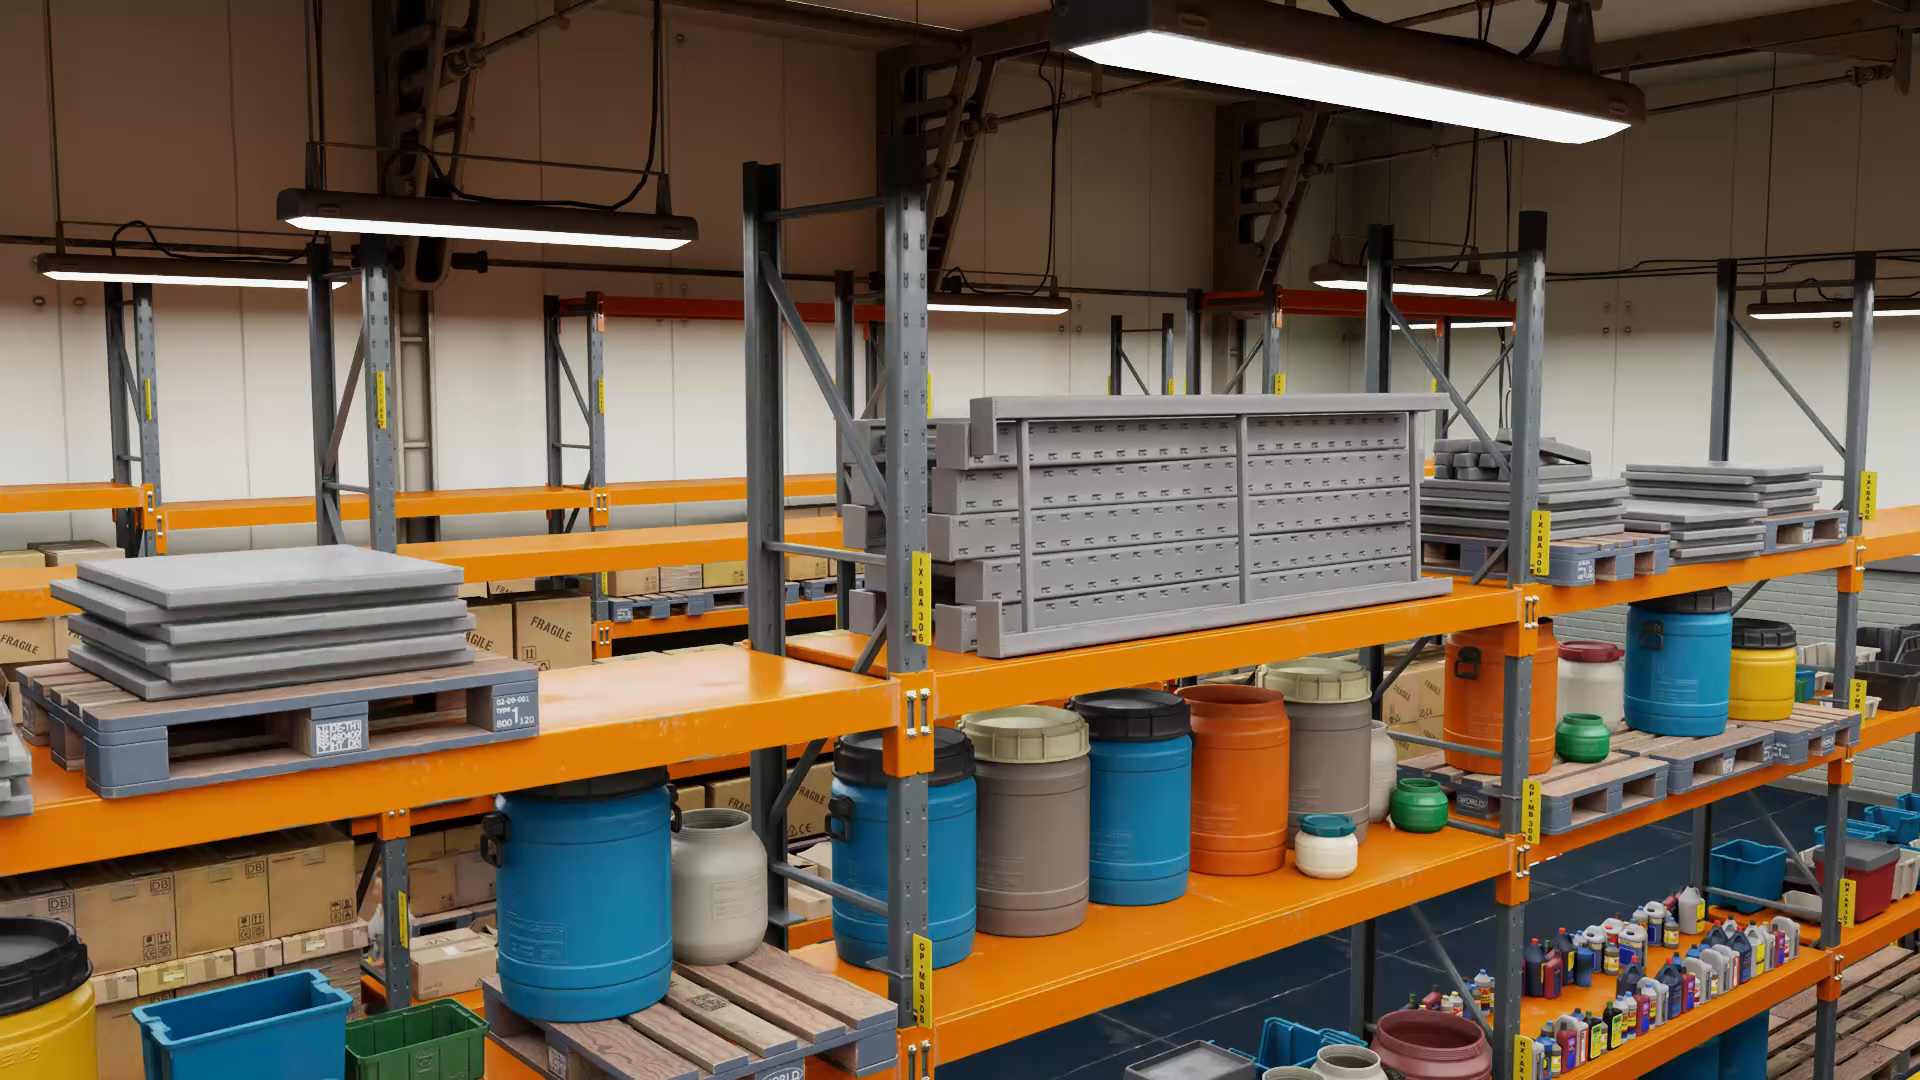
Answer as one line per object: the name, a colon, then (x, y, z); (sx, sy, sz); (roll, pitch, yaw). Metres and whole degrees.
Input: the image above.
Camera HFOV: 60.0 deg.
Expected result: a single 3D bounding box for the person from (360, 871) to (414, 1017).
person: (-4.148, 3.178, 12.074); (0.536, 1.626, 0.702); (5, 7, 41)
